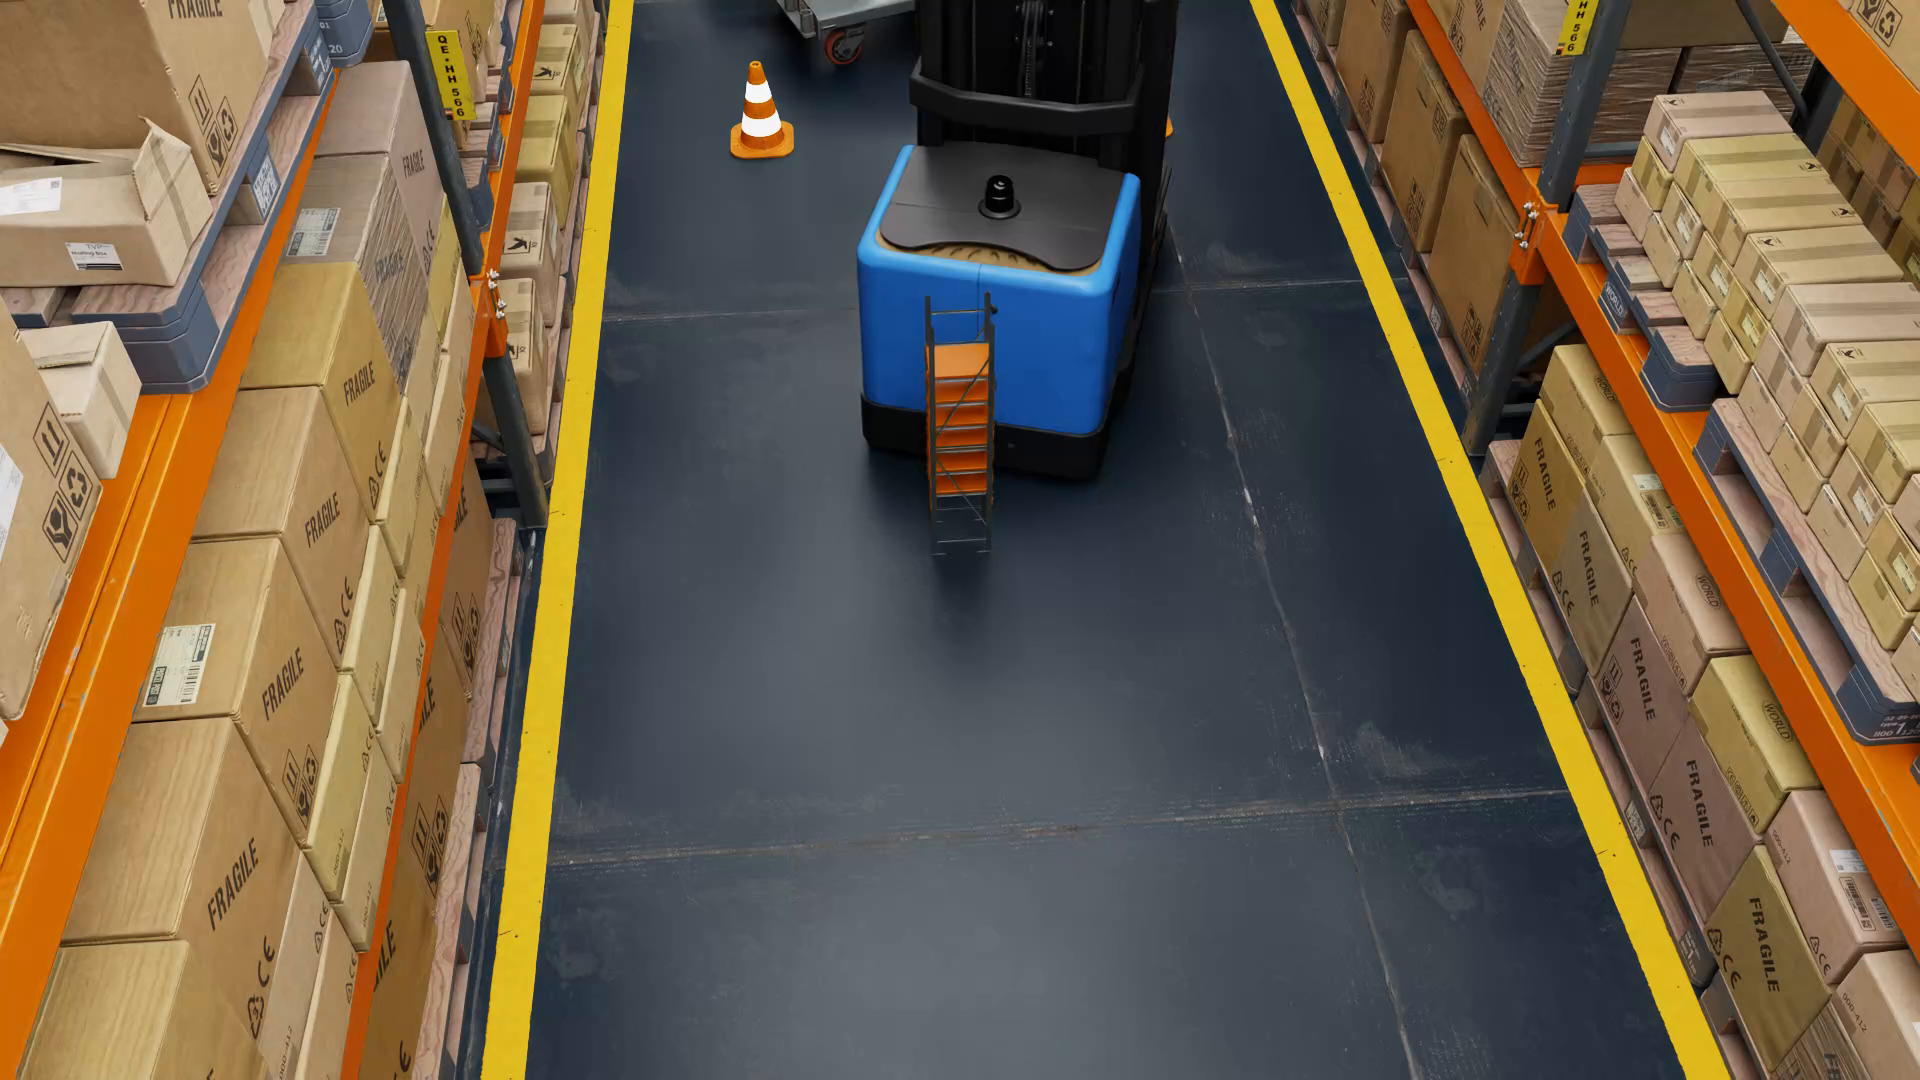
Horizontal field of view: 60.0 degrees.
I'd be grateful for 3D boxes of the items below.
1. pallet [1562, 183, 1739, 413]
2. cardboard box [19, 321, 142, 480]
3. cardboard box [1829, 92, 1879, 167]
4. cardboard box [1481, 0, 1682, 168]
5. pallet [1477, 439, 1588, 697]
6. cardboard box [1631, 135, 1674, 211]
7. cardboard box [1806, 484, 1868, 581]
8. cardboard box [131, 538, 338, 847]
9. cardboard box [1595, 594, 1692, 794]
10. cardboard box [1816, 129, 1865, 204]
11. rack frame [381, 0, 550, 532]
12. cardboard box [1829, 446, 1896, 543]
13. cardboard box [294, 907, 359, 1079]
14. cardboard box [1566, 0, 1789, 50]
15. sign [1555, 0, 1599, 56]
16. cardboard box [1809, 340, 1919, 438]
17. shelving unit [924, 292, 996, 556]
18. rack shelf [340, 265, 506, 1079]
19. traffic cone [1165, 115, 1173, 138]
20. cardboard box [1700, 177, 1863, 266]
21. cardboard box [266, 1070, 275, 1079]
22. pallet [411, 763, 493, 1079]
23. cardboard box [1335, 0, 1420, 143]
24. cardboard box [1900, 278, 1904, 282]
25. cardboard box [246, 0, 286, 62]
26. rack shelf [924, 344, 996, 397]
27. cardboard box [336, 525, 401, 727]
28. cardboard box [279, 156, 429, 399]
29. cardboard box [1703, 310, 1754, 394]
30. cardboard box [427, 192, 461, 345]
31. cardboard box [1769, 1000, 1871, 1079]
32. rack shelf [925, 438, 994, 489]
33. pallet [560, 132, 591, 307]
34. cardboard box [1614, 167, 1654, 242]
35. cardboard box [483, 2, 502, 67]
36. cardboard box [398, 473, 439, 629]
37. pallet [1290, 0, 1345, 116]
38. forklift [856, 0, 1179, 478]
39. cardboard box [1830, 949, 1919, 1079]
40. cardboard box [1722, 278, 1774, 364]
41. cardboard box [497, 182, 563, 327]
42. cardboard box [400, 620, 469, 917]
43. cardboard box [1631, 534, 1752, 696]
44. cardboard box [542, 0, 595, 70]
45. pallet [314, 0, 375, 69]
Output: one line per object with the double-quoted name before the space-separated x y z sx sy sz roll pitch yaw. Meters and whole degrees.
"pallet" 2.867 -0.888 5.794 1.213 0.211 1.003 -3 47 -3
"cardboard box" -1.645 -0.227 2.842 0.380 0.166 0.250 -6 47 -6
"cardboard box" 3.199 -1.399 5.619 0.380 0.149 0.250 -5 47 -5
"cardboard box" 2.396 -1.807 6.463 0.500 0.500 0.500 -3 47 -3
"pallet" 2.765 0.061 6.683 1.003 0.211 1.213 -3 47 -3
"cardboard box" 2.542 -1.262 5.694 0.380 0.149 0.250 -2 47 -2
"cardboard box" 2.671 -0.038 4.740 0.380 0.149 0.250 -5 47 -5
"cardboard box" -1.748 0.362 3.721 0.500 0.500 0.500 -5 47 -4
"cardboard box" 2.599 0.514 5.766 0.500 0.500 0.500 -5 47 -4
"cardboard box" 3.196 -1.294 5.725 0.380 0.149 0.250 -3 47 -2
"rack frame" -2.223 -1.089 5.852 1.000 3.000 0.127 -3 47 -3
"cardboard box" 2.677 -0.135 4.627 0.380 0.149 0.250 -2 47 -2
"cardboard box" -1.707 1.148 3.837 0.500 0.250 0.500 -5 47 -4
"cardboard box" 2.674 -2.167 6.115 0.700 0.500 0.500 -4 47 -4
"sign" 2.148 -1.825 5.752 0.100 0.325 0.005 -3 47 -3
"cardboard box" 2.658 -0.429 4.701 0.380 0.149 0.250 -2 47 -2
"shelving unit" -0.001 -0.423 6.461 0.258 1.200 0.189 -3 47 -3
"rack shelf" -2.056 0.605 4.743 1.077 0.370 4.000 -3 47 -3
"traffic cone" 0.974 -2.423 8.862 0.336 0.463 0.334 -3 47 -3
"cardboard box" 2.588 -1.008 5.249 0.380 0.149 0.250 -4 47 -4
"cardboard box" -1.644 1.349 3.302 0.500 0.250 0.500 -5 47 -4
"pallet" -2.133 1.325 5.486 1.003 0.211 1.213 -3 47 -3
"cardboard box" 2.585 -2.586 8.530 1.050 0.750 0.750 -3 47 -3
"cardboard box" 3.242 -0.826 5.487 0.380 0.149 0.250 -3 47 -3
"cardboard box" -1.759 -1.244 3.736 0.396 0.266 0.258 -5 47 -4
"rack shelf" -0.001 -0.640 6.232 0.258 0.103 0.180 -3 47 -3
"cardboard box" -1.776 0.241 4.351 0.500 0.250 0.500 -5 47 -4
"cardboard box" -1.868 -0.738 4.762 0.500 0.500 0.500 -3 47 -3
"cardboard box" 2.607 -0.601 5.273 0.380 0.149 0.250 -2 47 -1
"cardboard box" -1.929 -0.874 5.408 0.500 0.250 0.500 -4 47 -3
"cardboard box" 2.723 1.626 4.713 0.500 0.500 0.500 -4 47 -4
"rack shelf" -0.001 -0.310 6.580 0.258 0.103 0.180 -3 47 -3
"pallet" -2.386 -1.576 8.234 1.003 0.211 1.213 -3 47 -3
"cardboard box" 2.538 -1.185 5.827 0.380 0.149 0.250 -4 47 -4
"cardboard box" -2.035 -2.001 6.600 0.380 0.149 0.250 -3 47 -3
"cardboard box" -1.837 0.047 4.880 0.500 0.250 0.500 -4 47 -4
"pallet" 2.506 -2.845 9.435 1.003 0.211 1.213 -3 47 -3
"forklift" 0.405 -2.360 7.103 1.130 2.935 3.031 9 47 9
"cardboard box" 2.722 1.365 4.444 0.500 0.250 0.500 -5 47 -4
"cardboard box" 2.613 -0.690 5.153 0.380 0.149 0.250 -3 47 -3
"cardboard box" -2.330 -1.273 7.546 0.950 0.372 0.625 -4 47 -4
"cardboard box" -2.177 0.648 5.381 0.875 0.875 0.875 -3 47 -3
"cardboard box" 2.589 0.234 5.515 0.500 0.250 0.500 -3 47 -3
"cardboard box" -2.511 -2.845 9.035 0.950 0.372 0.625 -3 47 -3
"pallet" -2.116 -1.593 4.393 1.213 0.211 1.003 -2 47 -1
